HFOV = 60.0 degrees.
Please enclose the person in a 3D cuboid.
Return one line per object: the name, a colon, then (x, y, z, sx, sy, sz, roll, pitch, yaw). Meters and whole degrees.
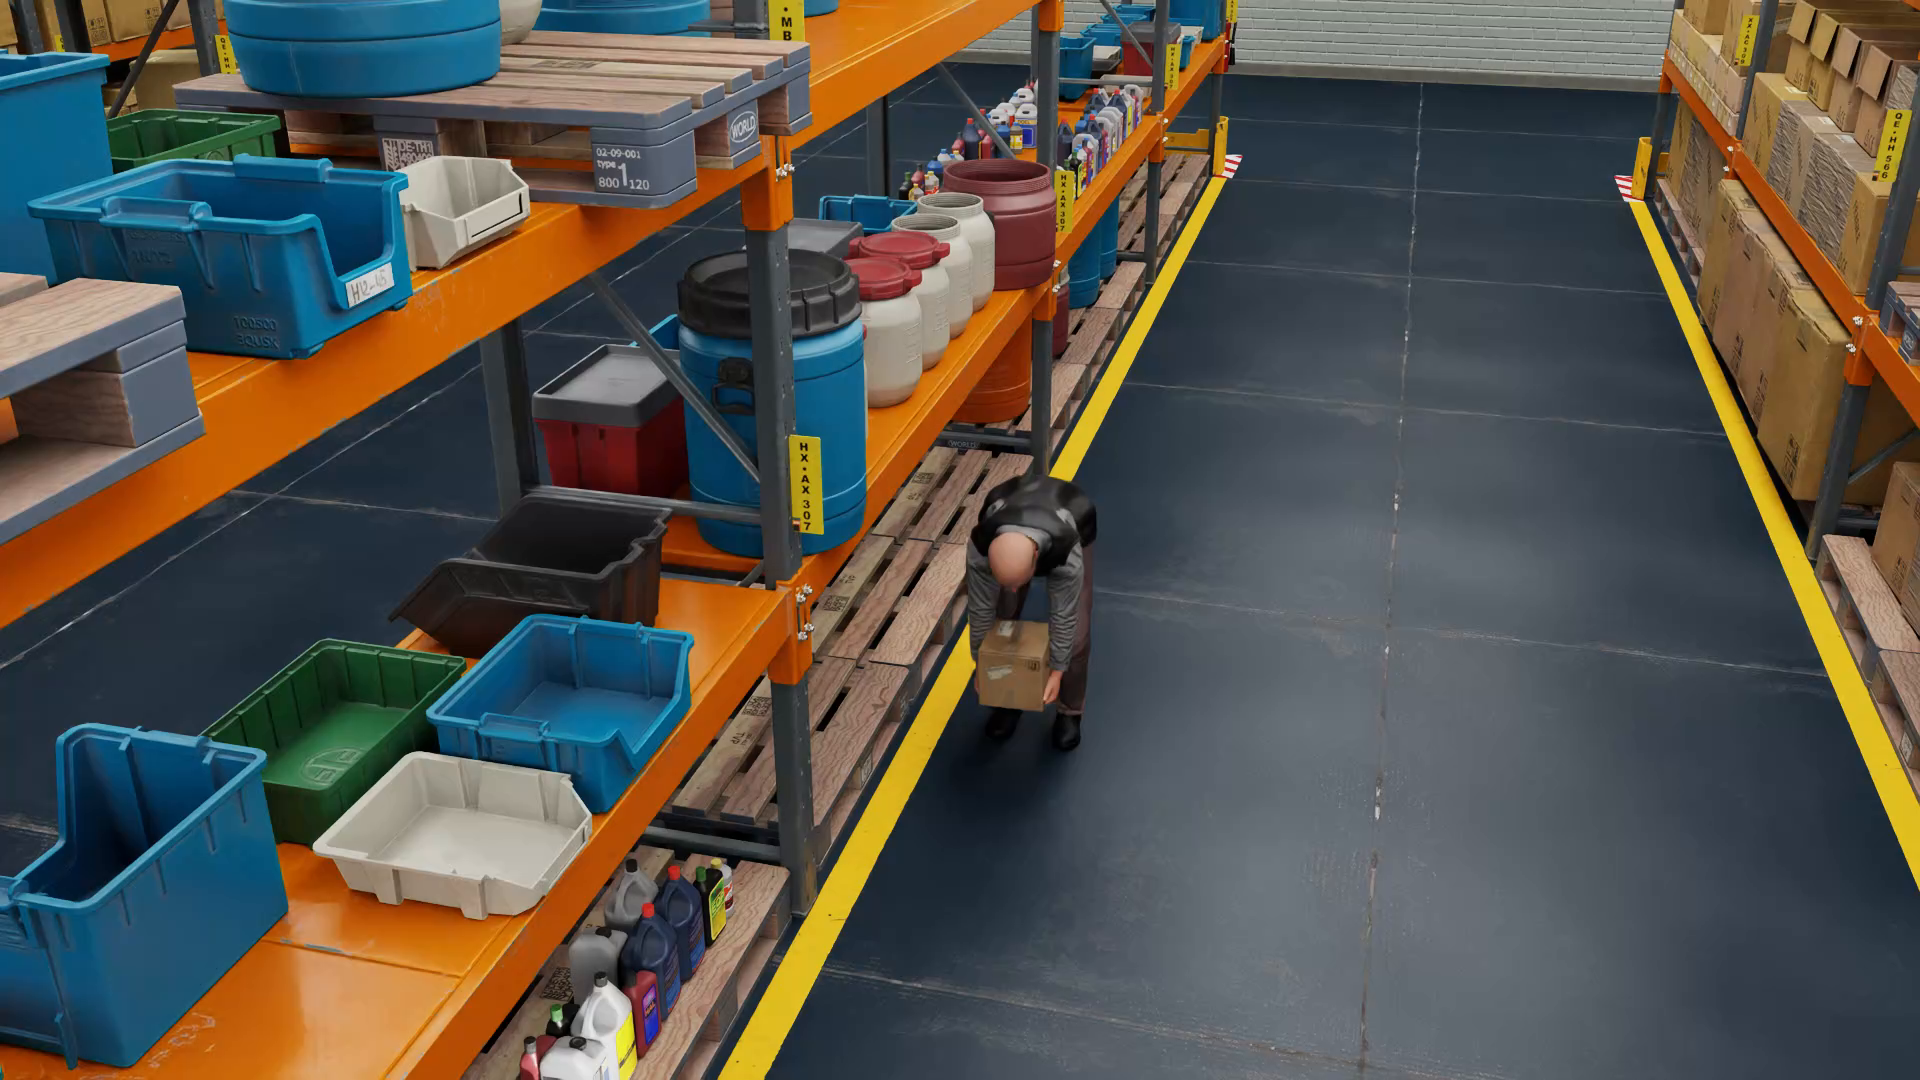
person: (0.268, 0.351, 6.542, 0.459, 1.171, 0.948, 5, 26, 12)
